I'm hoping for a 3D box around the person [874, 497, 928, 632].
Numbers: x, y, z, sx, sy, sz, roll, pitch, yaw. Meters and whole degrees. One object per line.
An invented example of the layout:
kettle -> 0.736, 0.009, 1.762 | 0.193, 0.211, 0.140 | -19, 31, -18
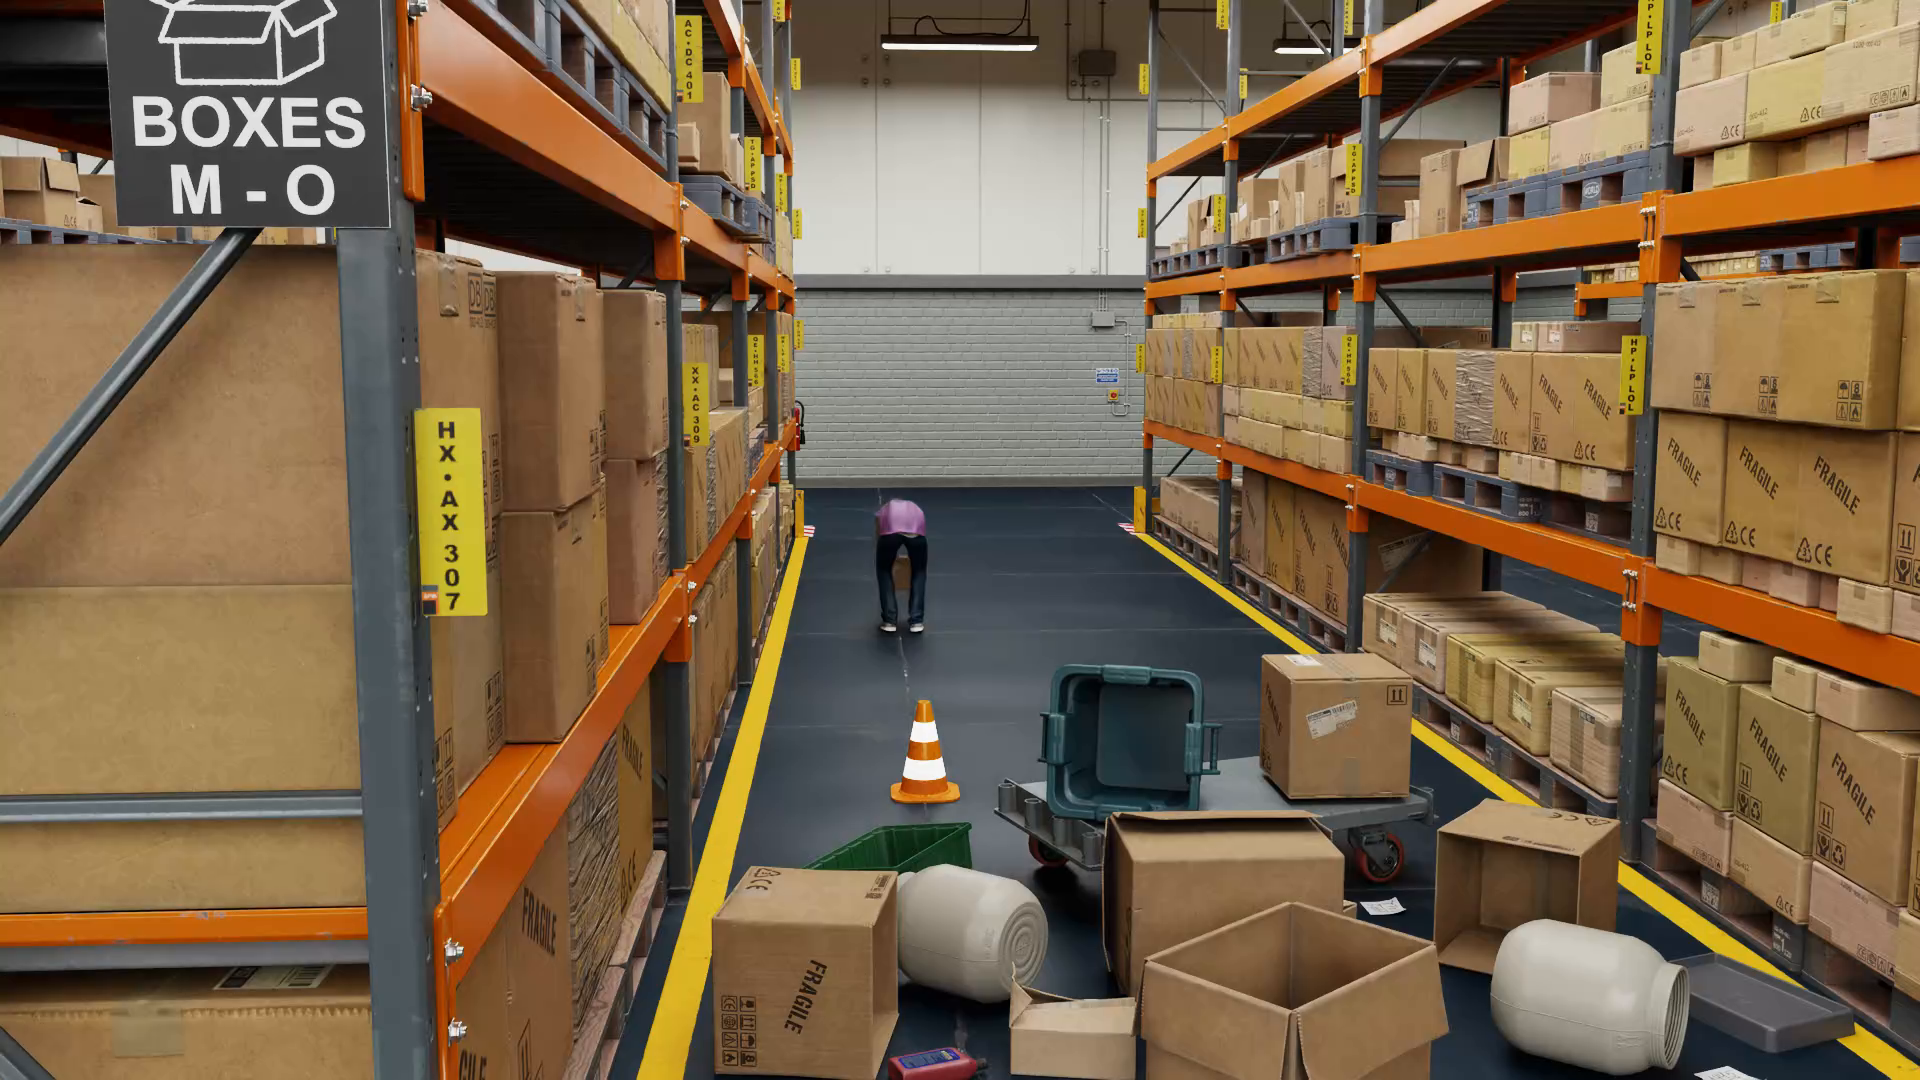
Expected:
person -> -0.458, 0.177, 12.796 | 0.391, 1.001, 0.871 | -1, 7, -6
